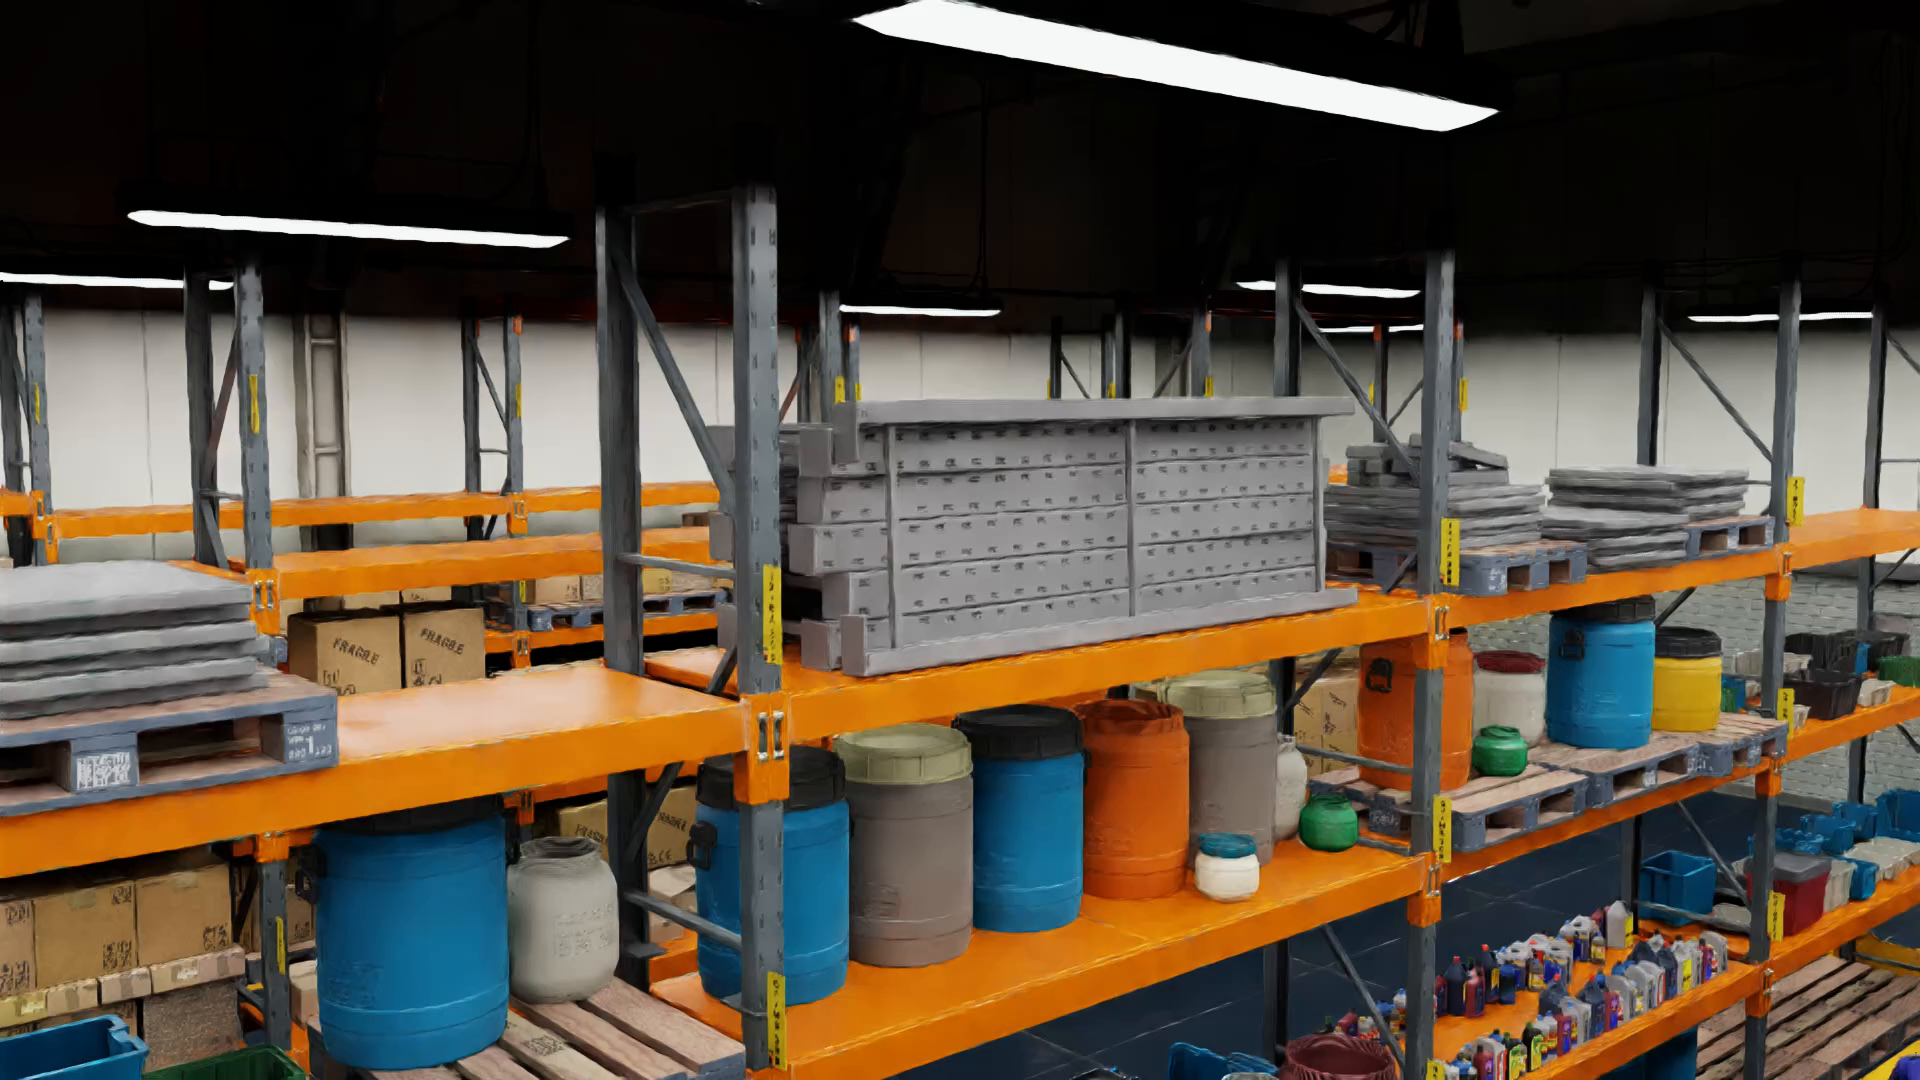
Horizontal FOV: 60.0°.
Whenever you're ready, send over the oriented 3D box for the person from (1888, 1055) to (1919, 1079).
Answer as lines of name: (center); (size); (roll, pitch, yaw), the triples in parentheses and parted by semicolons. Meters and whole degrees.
person: (5.546, 3.485, 9.438); (0.513, 1.604, 0.592); (-5, 7, -43)
